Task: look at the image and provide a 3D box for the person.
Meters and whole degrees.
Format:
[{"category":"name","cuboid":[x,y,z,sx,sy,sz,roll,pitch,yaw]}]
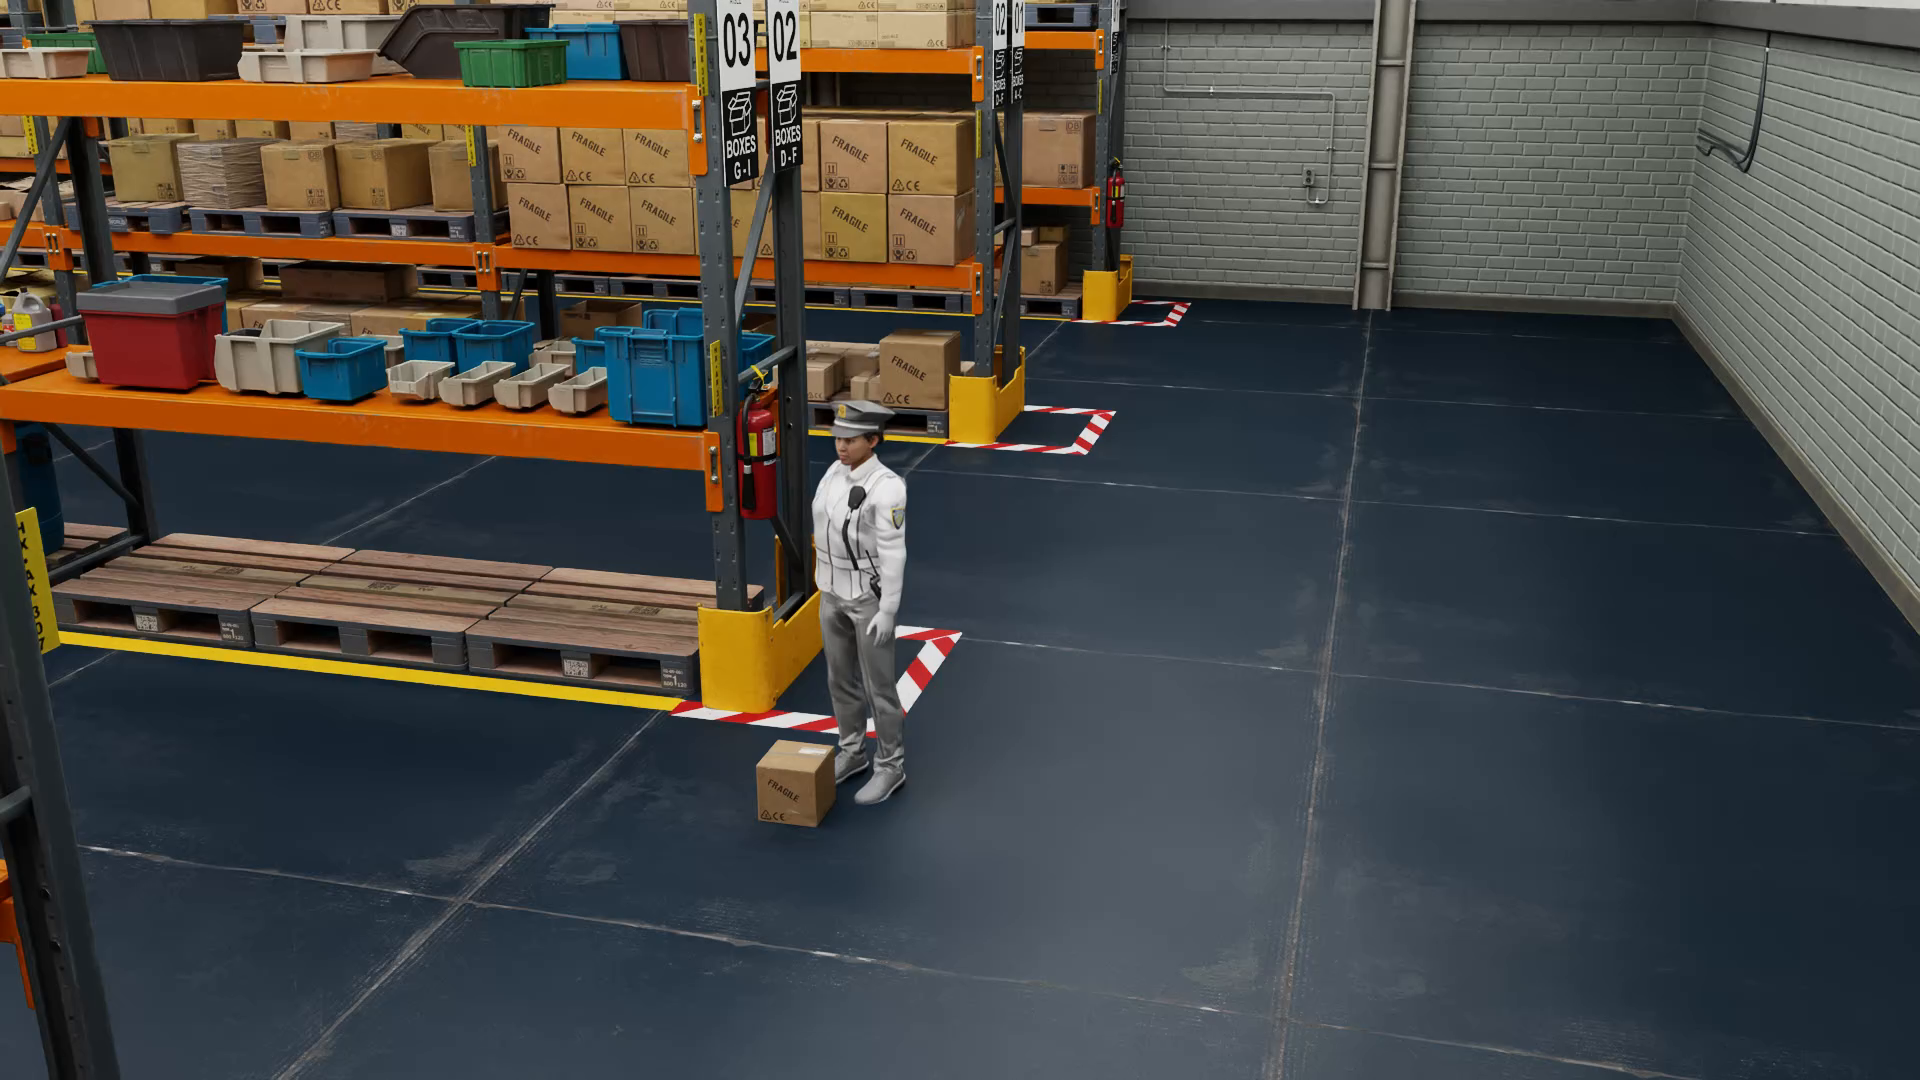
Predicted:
[{"category":"person","cuboid":[-0.417,0.251,6.804,0.335,1.698,0.471,-17,25,-41]}]
